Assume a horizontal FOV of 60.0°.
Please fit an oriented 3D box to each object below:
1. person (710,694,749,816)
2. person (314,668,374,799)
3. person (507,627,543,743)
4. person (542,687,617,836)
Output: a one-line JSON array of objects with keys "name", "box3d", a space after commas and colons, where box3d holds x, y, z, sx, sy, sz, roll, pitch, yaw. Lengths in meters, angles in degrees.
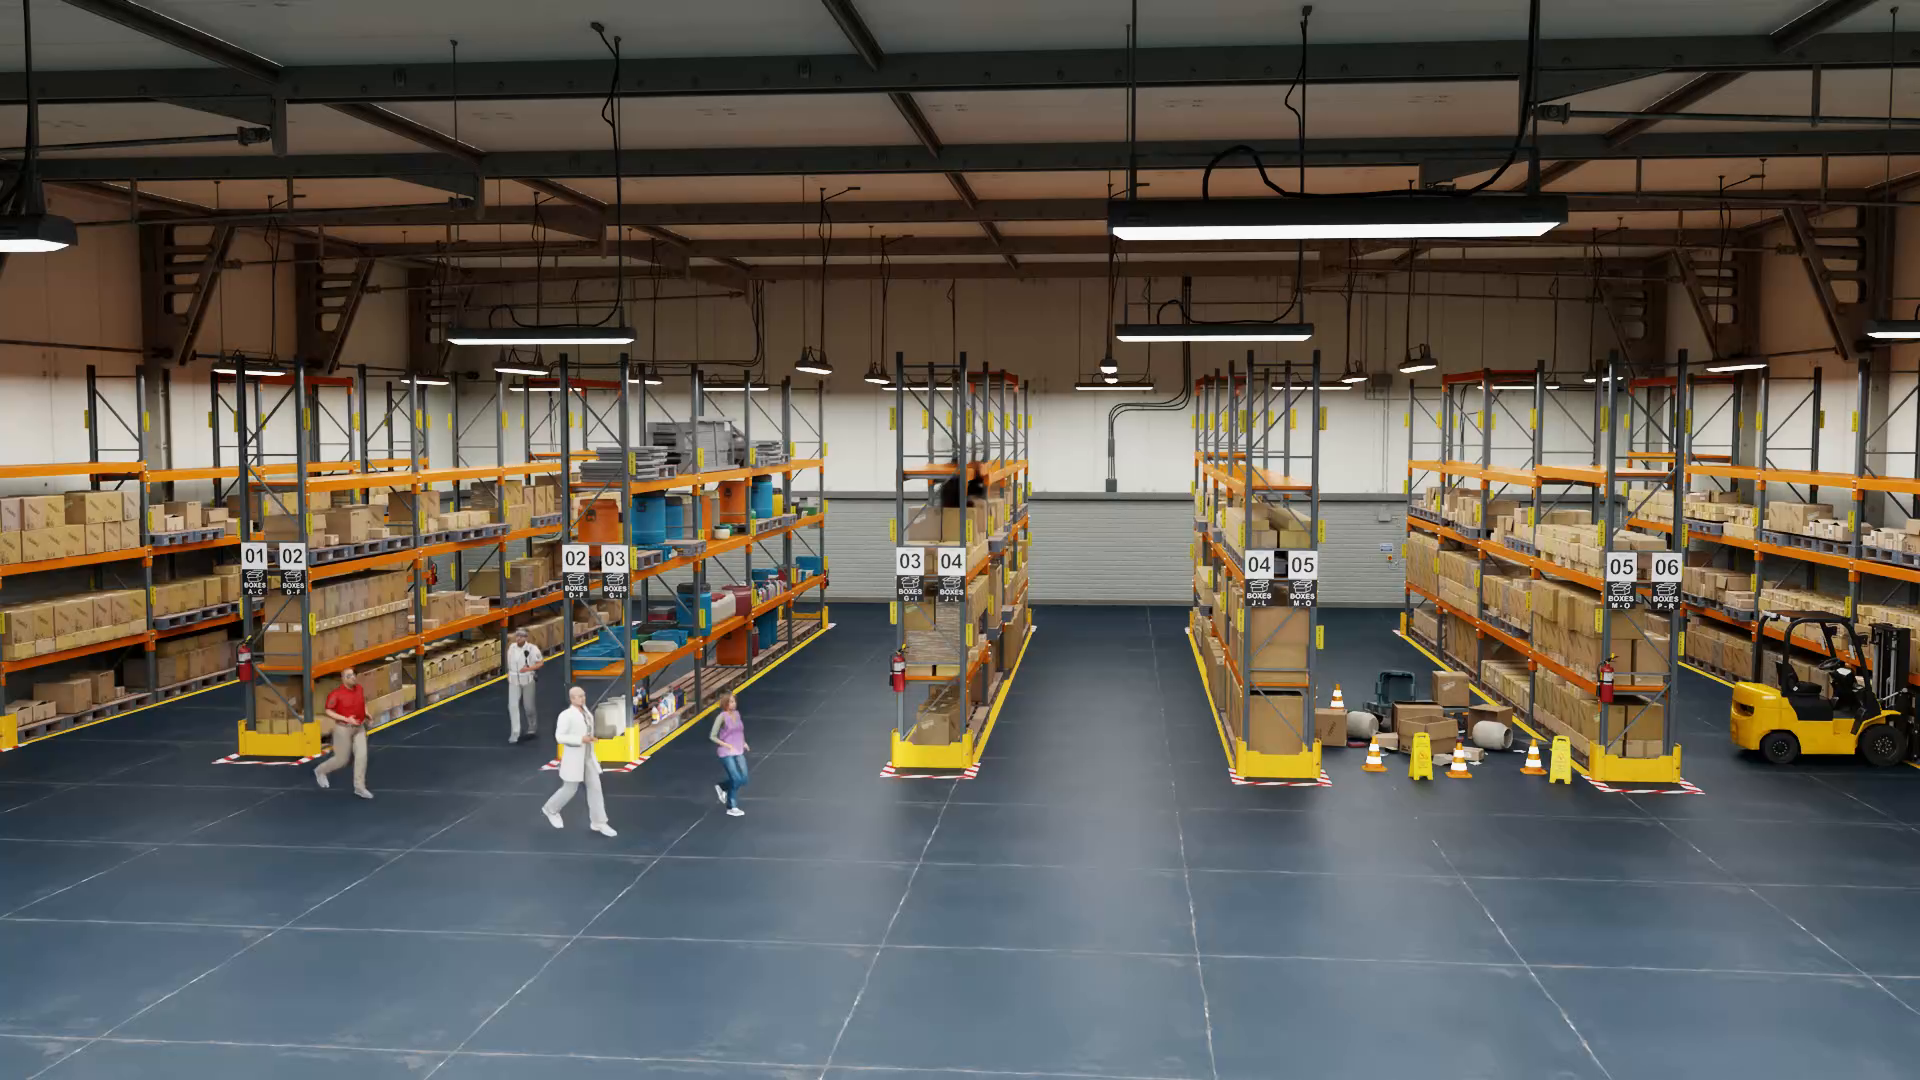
[{"name": "person", "box3d": [-2.953, 2.723, 21.172, 0.566, 1.547, 0.534, 3, 5, 36]}, {"name": "person", "box3d": [-8.219, 2.574, 22.296, 0.910, 1.733, 0.671, 3, 5, 33]}, {"name": "person", "box3d": [-6.878, 2.266, 26.226, 0.648, 1.840, 0.802, 0, 4, 1]}, {"name": "person", "box3d": [-4.634, 2.661, 20.103, 1.057, 1.790, 0.709, 2, 5, 30]}]
